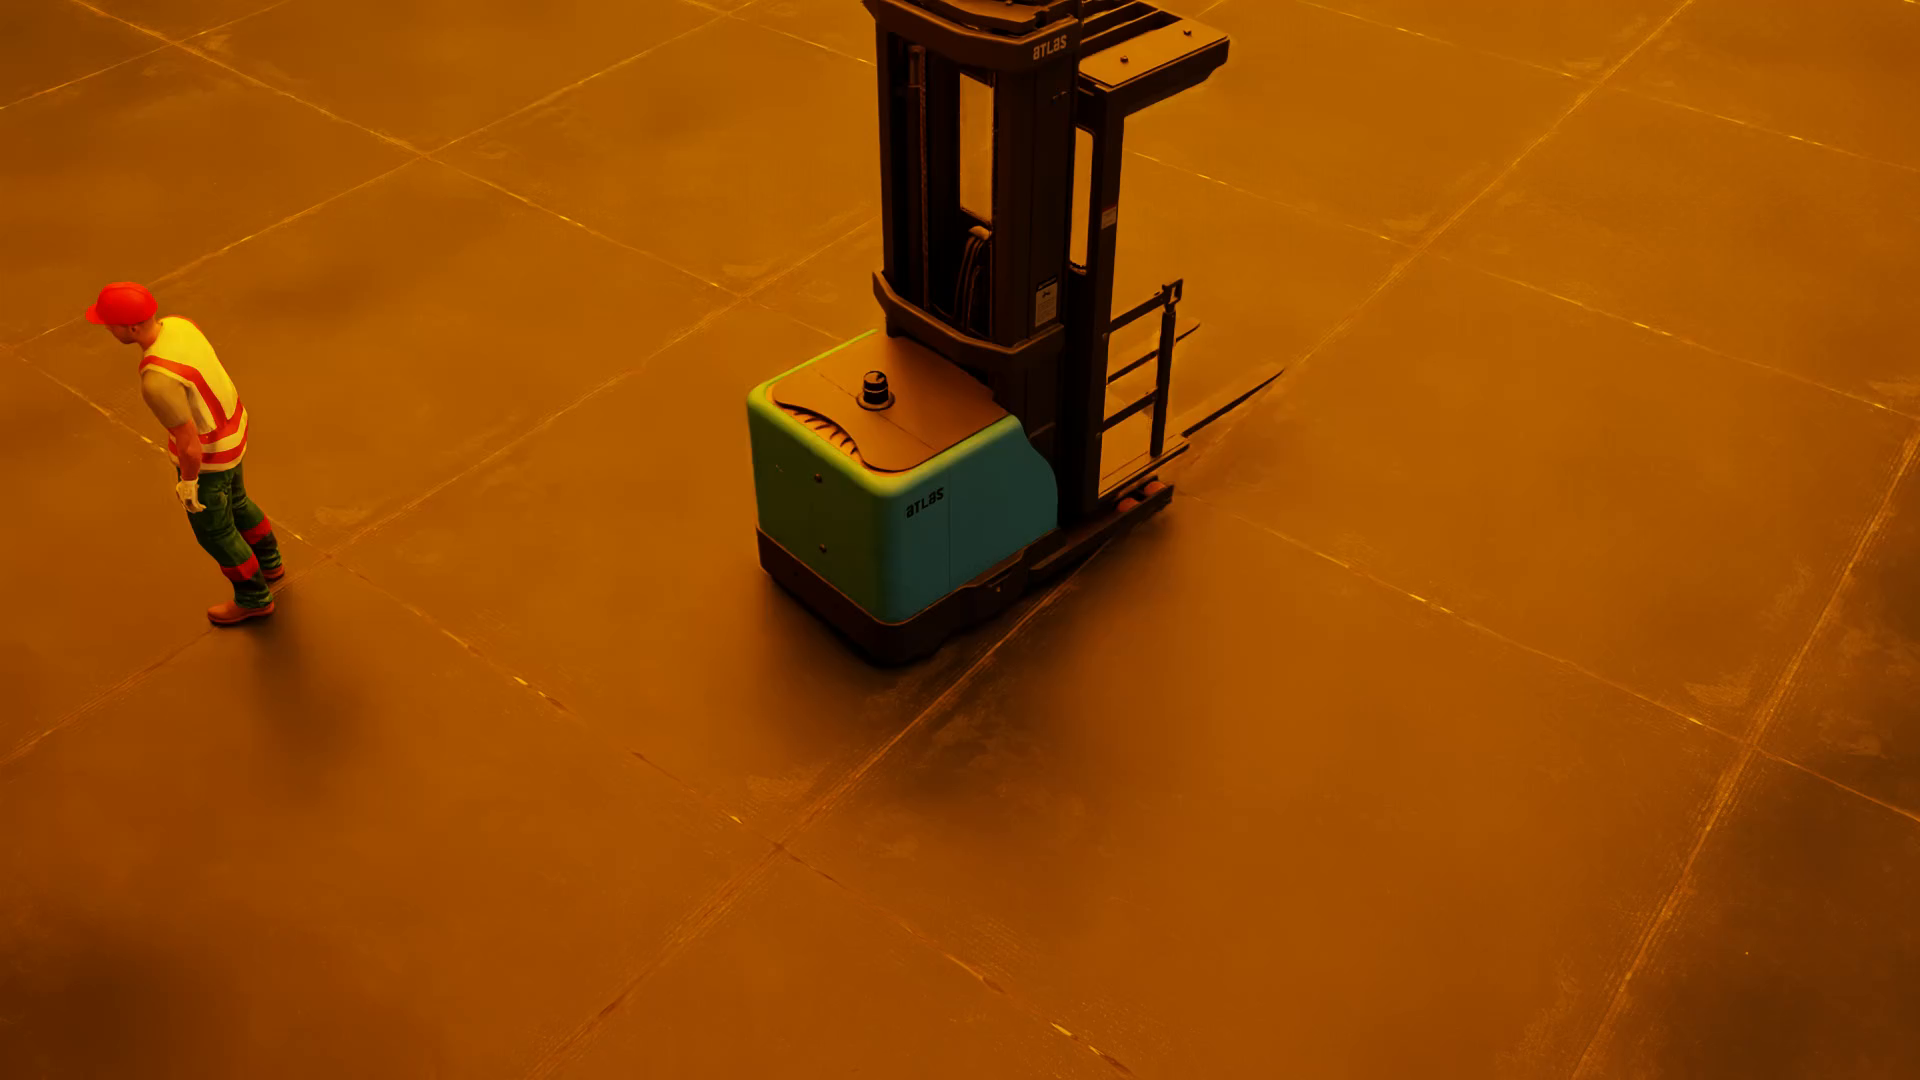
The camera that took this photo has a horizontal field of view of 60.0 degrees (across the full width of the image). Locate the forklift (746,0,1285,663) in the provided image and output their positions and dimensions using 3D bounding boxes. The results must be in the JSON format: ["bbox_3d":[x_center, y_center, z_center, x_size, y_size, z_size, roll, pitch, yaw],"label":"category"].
[{"bbox_3d":[0.445,-1.387,7.701,3.031,2.935,1.130,-31,49,-31],"label":"forklift"}]

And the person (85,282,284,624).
[{"bbox_3d":[-3.403,-0.398,7.434,0.455,1.777,0.608,-5,41,-6],"label":"person"}]
